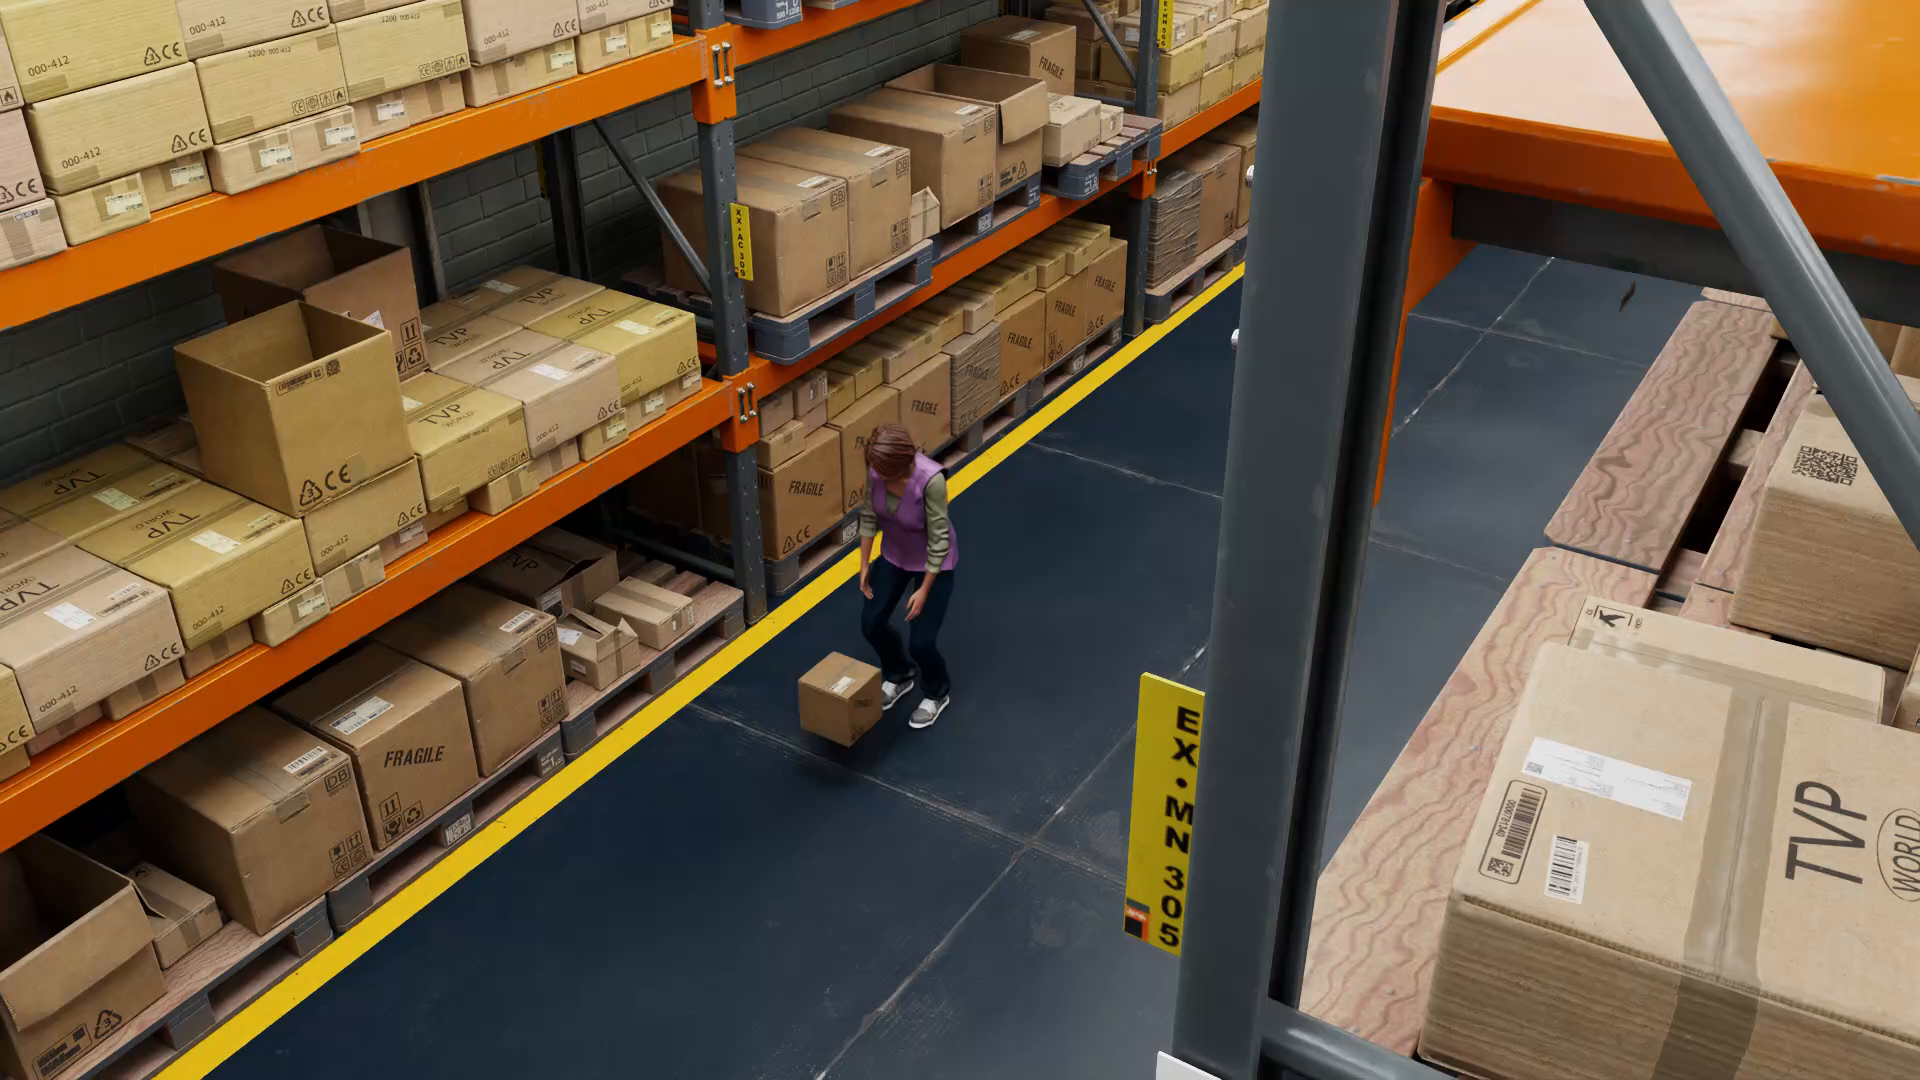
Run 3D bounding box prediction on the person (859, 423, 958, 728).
[{"bbox_3d":[-0.208,0.136,7.052,0.447,1.466,0.497,21,37,30],"label":"person"}]
